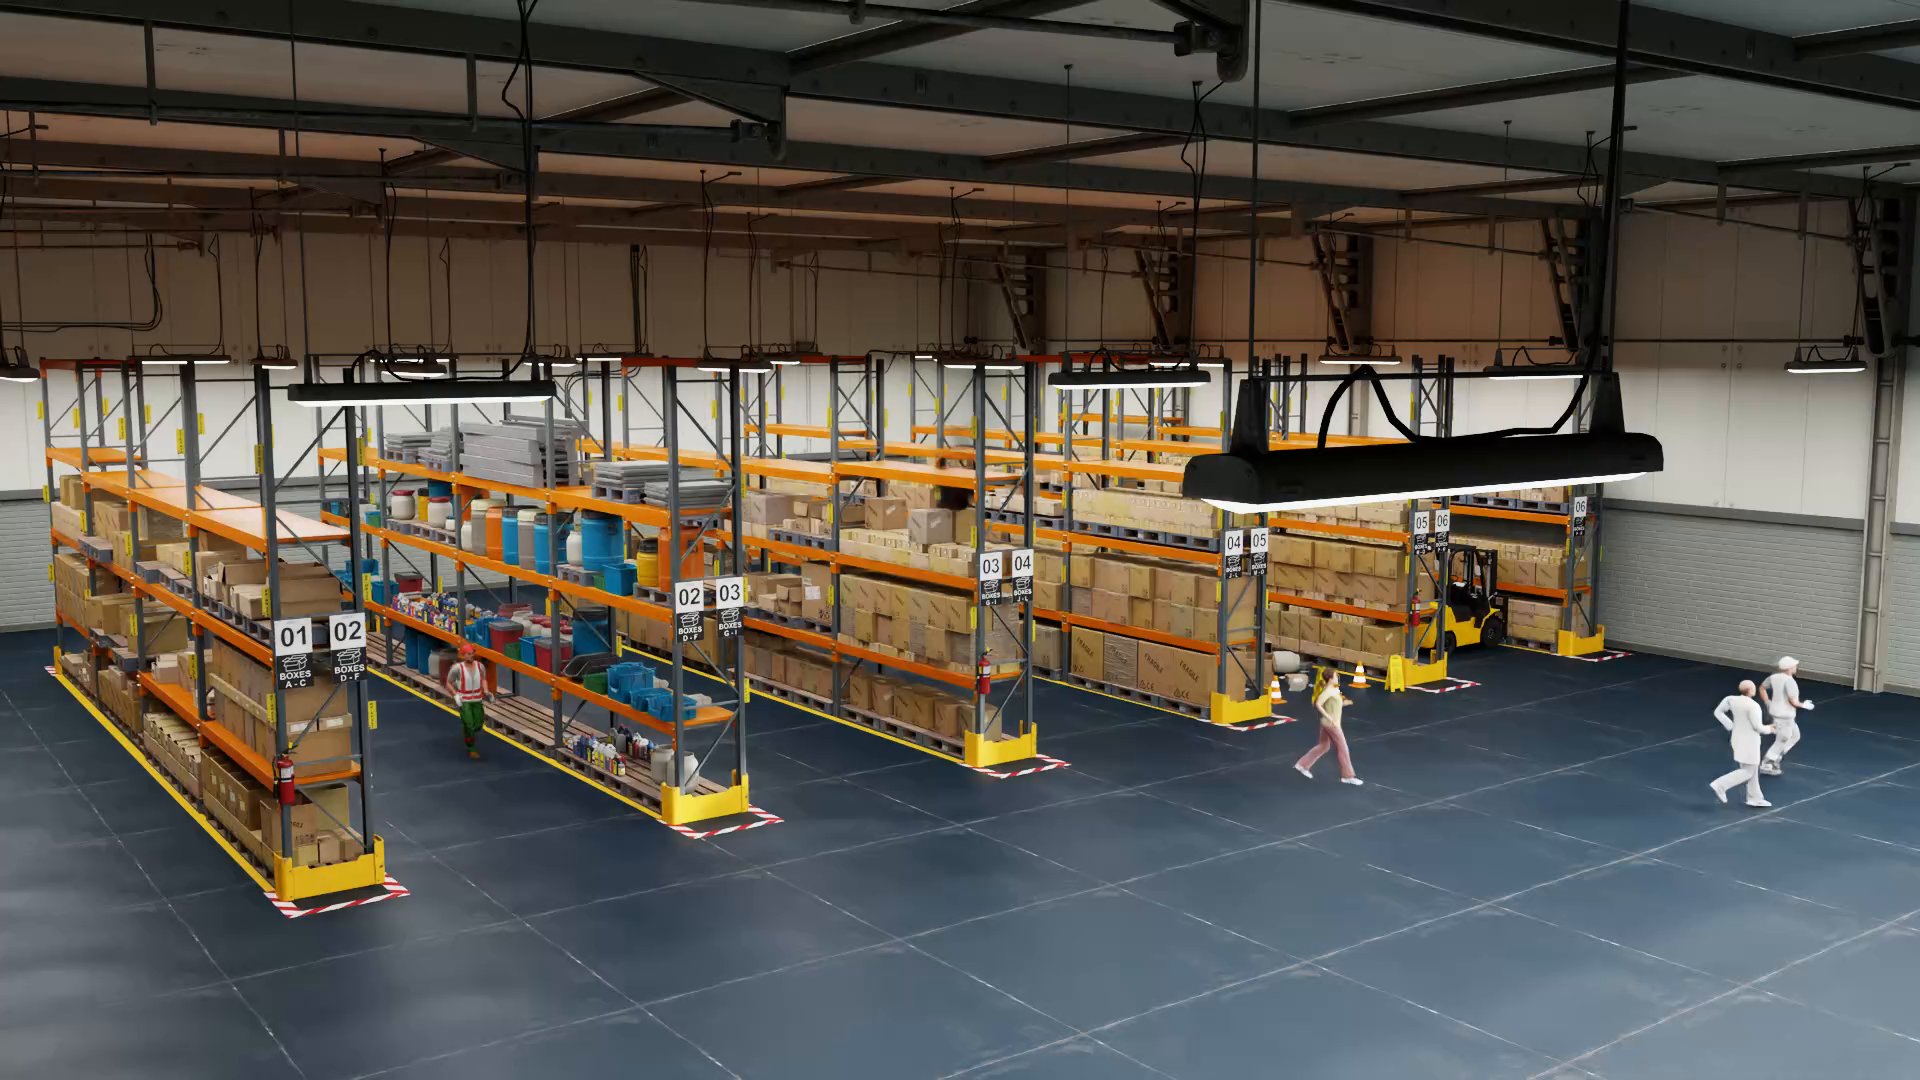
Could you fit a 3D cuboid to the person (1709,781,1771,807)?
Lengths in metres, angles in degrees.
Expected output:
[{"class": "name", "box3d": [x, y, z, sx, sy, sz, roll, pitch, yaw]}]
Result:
[{"class": "person", "box3d": [10.573, 2.931, 22.457, 1.005, 1.461, 0.186, -1, 7, -11]}]

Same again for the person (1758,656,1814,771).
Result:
[{"class": "person", "box3d": [11.991, 2.521, 24.116, 0.661, 1.685, 0.645, 1, 7, 6]}]

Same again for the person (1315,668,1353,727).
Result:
[{"class": "person", "box3d": [5.300, 2.227, 23.616, 0.578, 0.824, 0.573, 0, 7, 2]}]

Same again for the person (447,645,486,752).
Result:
[{"class": "person", "box3d": [-7.519, 2.404, 25.374, 0.620, 1.671, 0.589, -6, 9, -40]}]

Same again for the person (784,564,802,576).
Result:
[{"class": "person", "box3d": [-4.109, 0.493, 41.765, 0.676, 1.726, 0.678, 3, 8, 26]}]
